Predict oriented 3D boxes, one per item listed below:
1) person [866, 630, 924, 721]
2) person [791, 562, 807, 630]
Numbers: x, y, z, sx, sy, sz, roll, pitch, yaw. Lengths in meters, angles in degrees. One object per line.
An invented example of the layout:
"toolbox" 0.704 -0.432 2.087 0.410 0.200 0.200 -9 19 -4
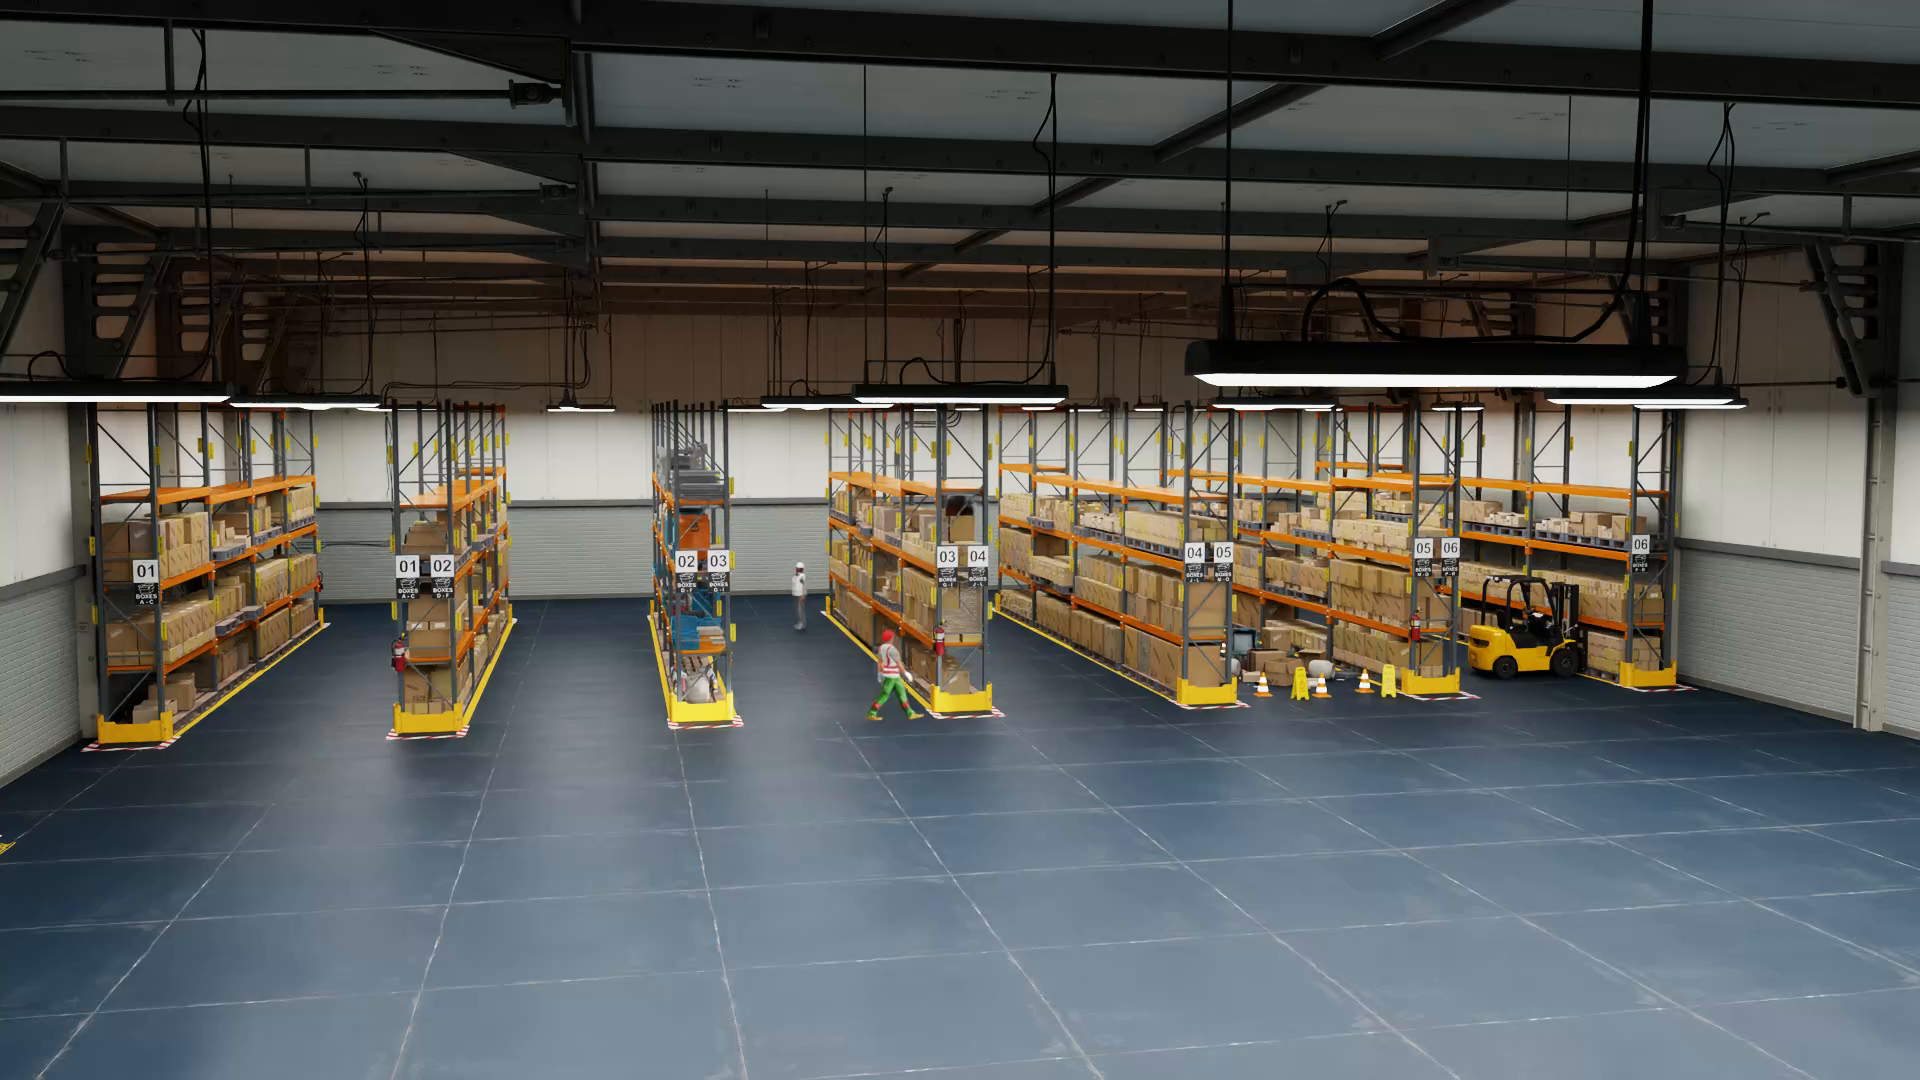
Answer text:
"person" -1.207 2.519 30.943 1.084 1.717 0.559 0 4 -2
"person" -4.291 1.487 44.450 0.395 1.784 0.556 -3 5 -36
